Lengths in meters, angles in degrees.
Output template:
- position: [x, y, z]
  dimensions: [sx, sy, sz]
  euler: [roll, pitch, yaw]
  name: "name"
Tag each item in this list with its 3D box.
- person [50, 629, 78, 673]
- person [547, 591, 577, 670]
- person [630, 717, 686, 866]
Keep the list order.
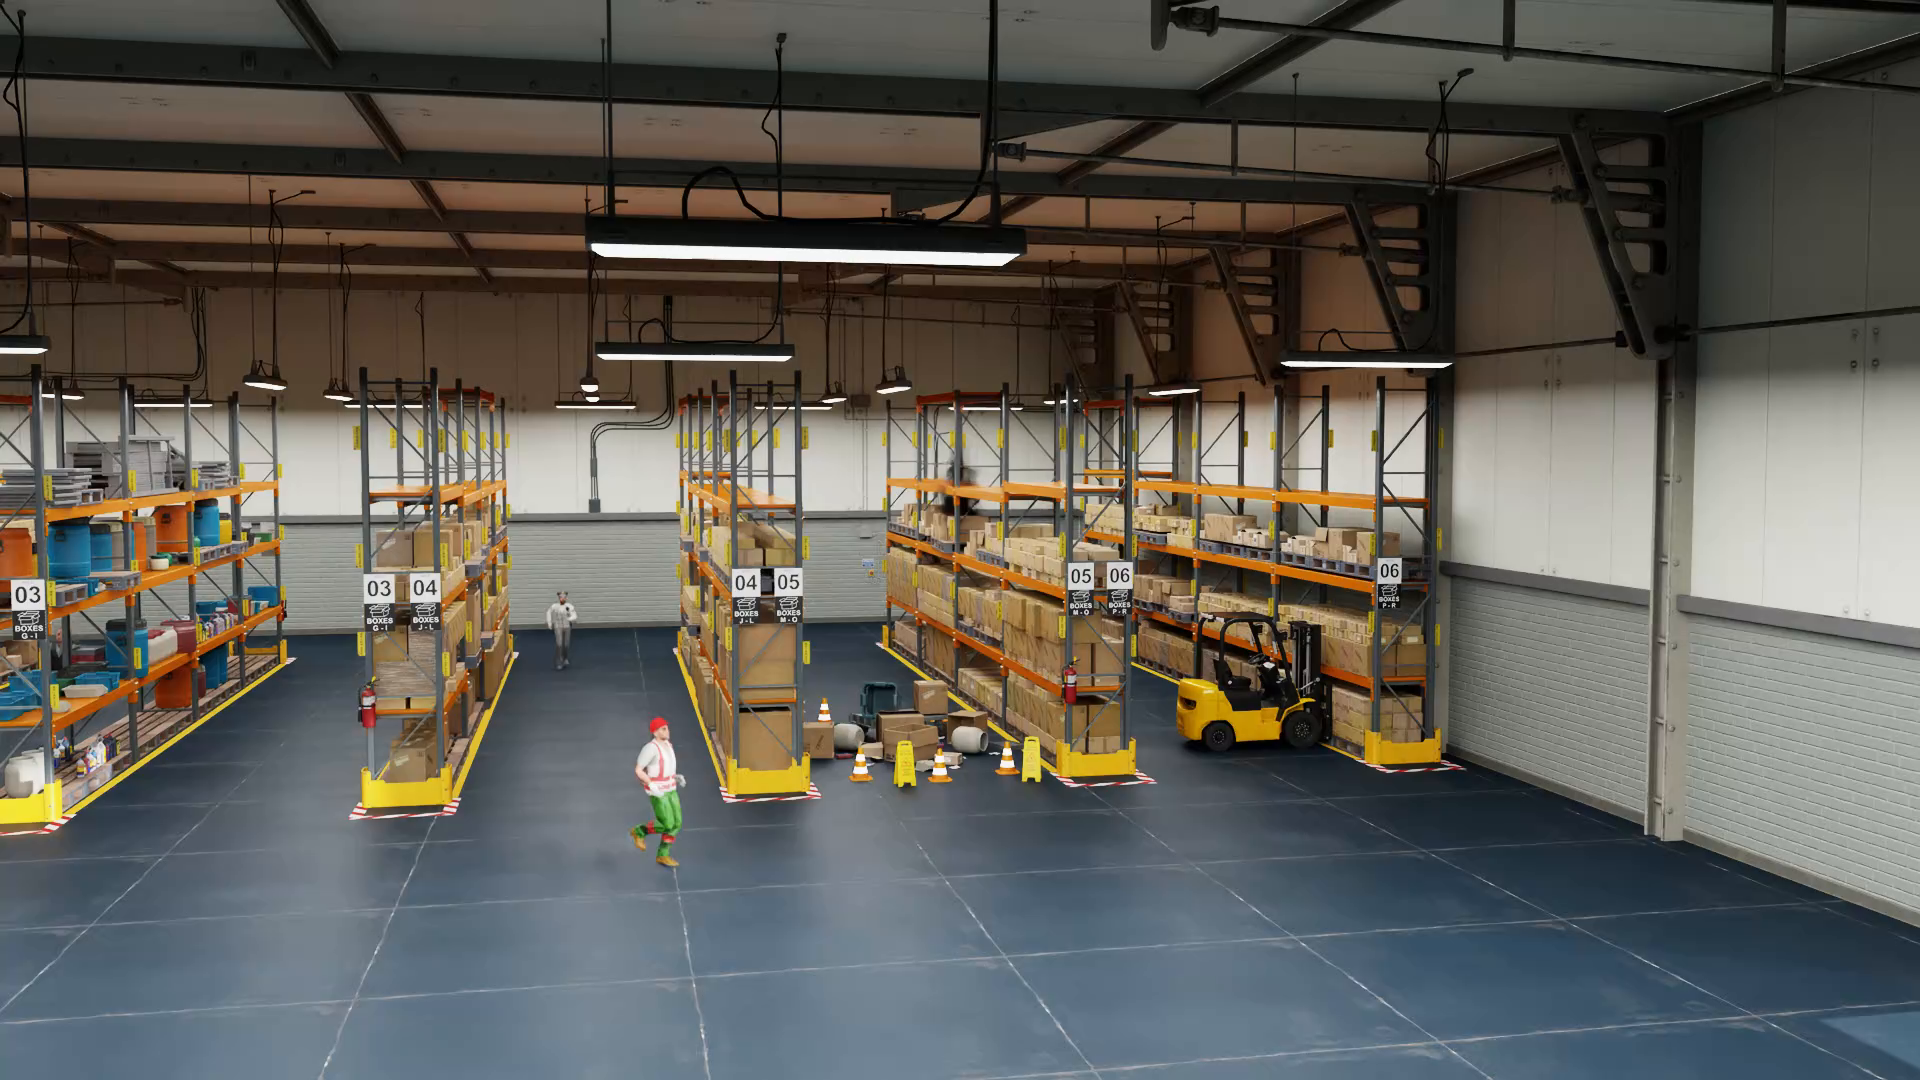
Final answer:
- position: [-15.702, 2.411, 29.108]
  dimensions: [0.676, 1.710, 0.802]
  euler: [-1, 4, -20]
  name: "person"
- position: [-8.762, 1.996, 36.641]
  dimensions: [0.624, 1.766, 0.743]
  euler: [-1, 4, -16]
  name: "person"
- position: [-3.593, 2.971, 19.710]
  dimensions: [0.601, 1.752, 0.664]
  euler: [1, 4, 23]
  name: "person"
